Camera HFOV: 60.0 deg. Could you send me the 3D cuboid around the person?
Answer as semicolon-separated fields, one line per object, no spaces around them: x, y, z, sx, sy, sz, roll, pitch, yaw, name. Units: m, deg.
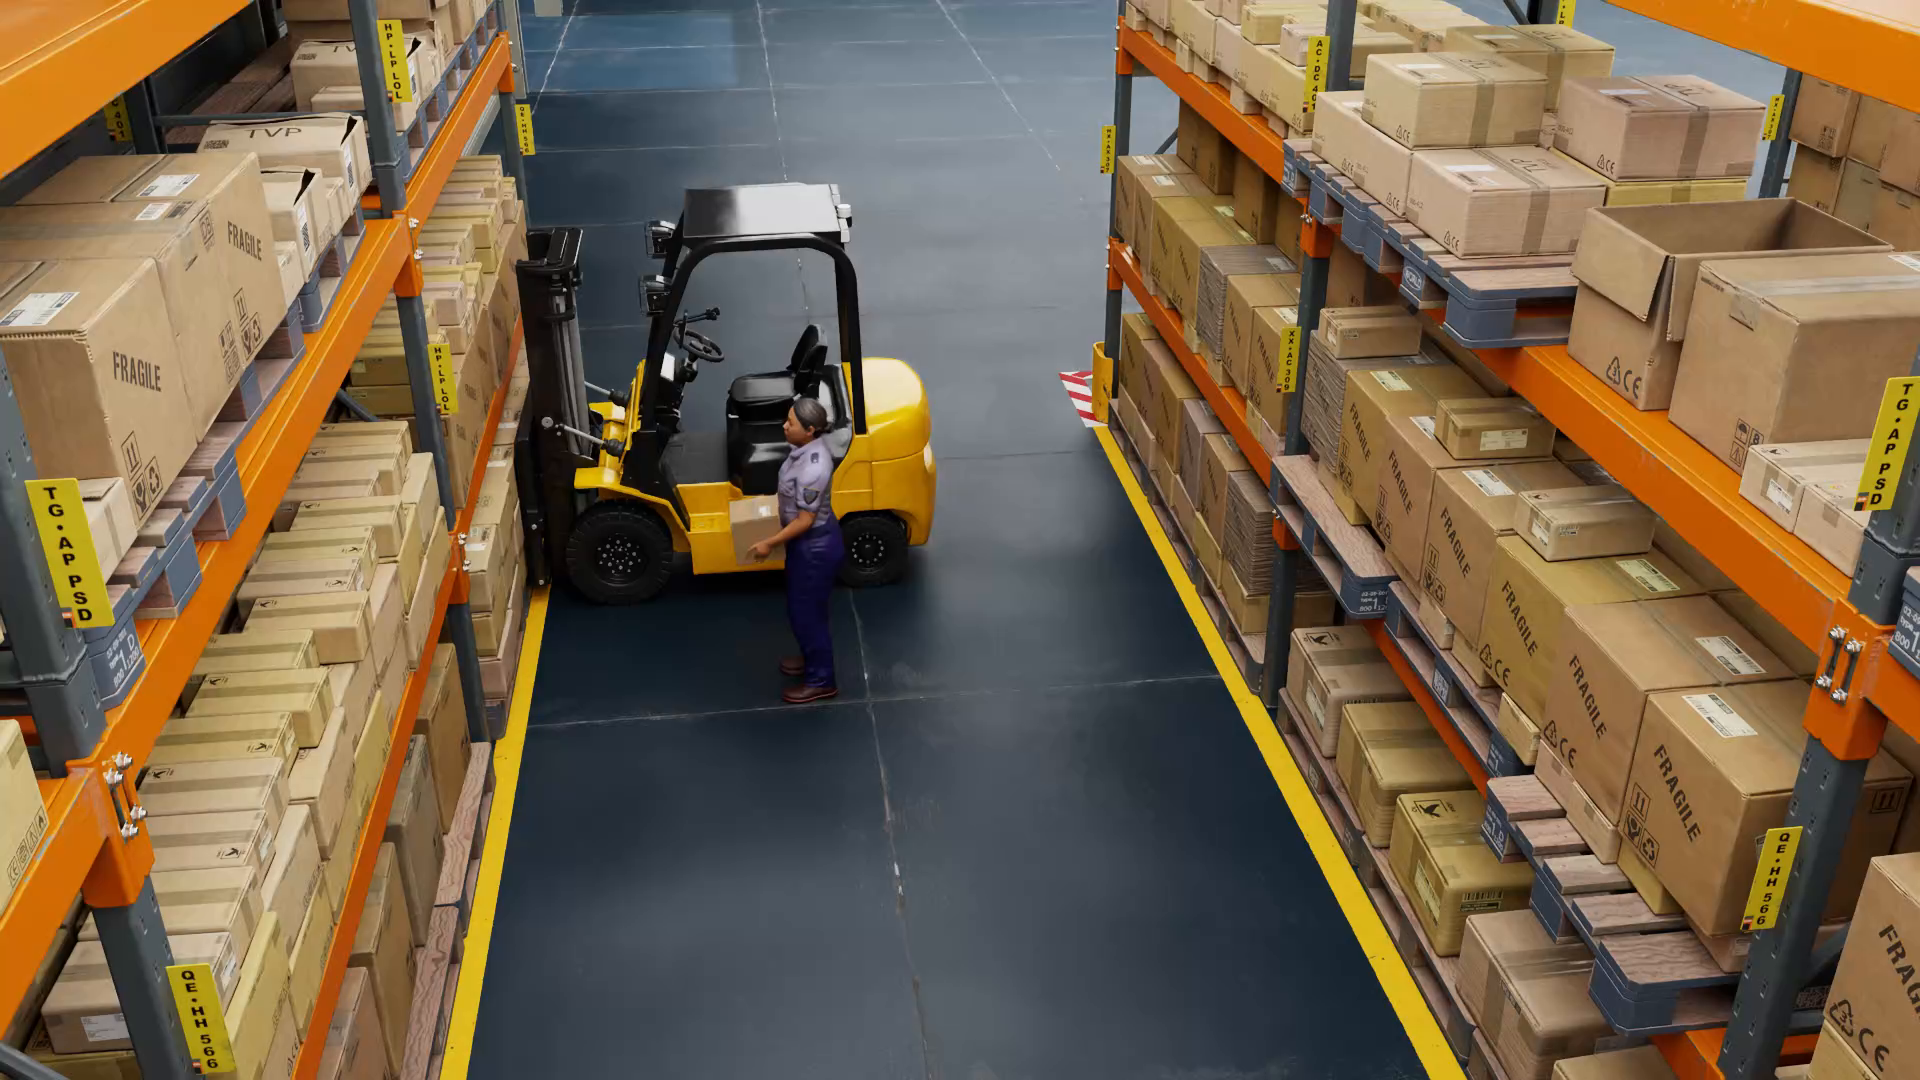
-0.845;0.042;8.546;0.497;1.652;0.480;-4;28;-7;person
